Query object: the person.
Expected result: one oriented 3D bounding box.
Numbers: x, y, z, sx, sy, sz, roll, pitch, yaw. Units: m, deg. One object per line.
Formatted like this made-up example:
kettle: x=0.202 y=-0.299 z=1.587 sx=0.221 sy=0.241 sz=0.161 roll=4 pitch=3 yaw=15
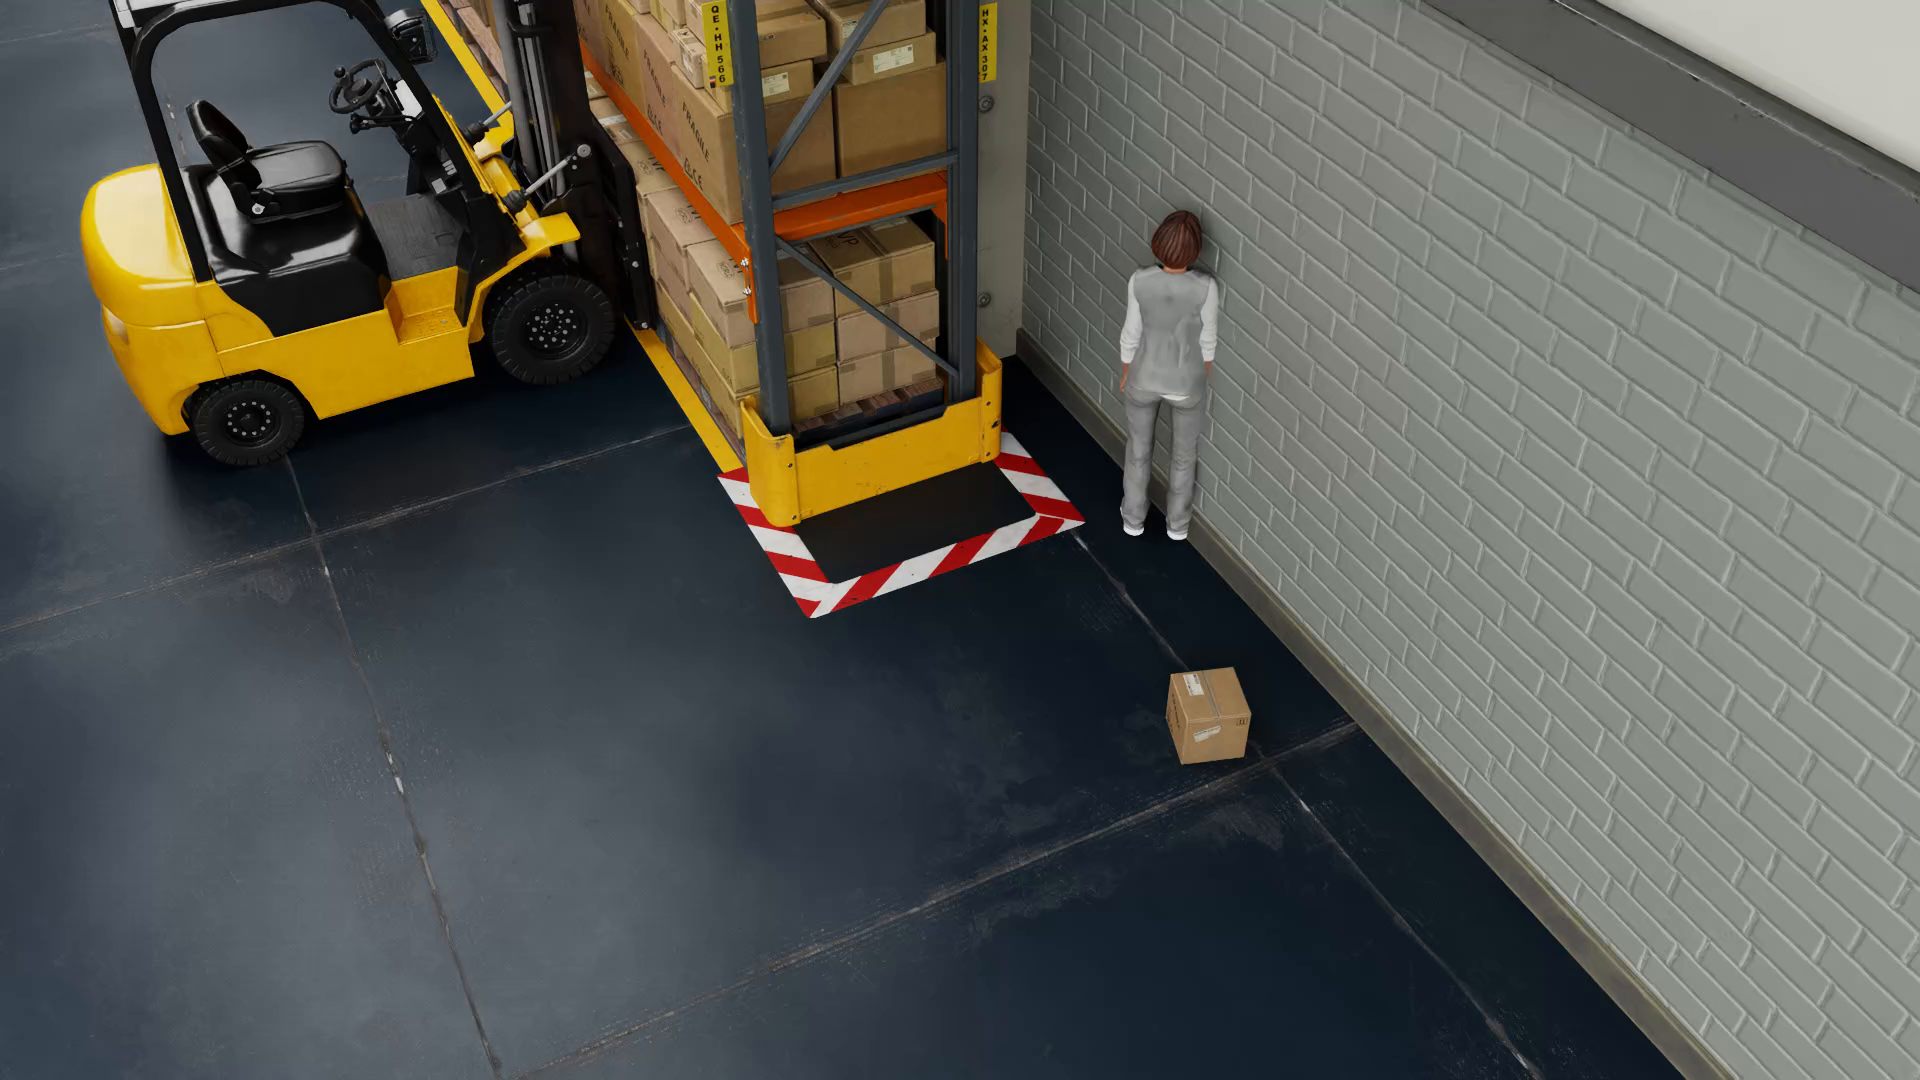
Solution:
person: x=0.859 y=-0.663 z=6.903 sx=0.411 sy=1.602 sz=0.324 roll=7 pitch=42 yaw=8
